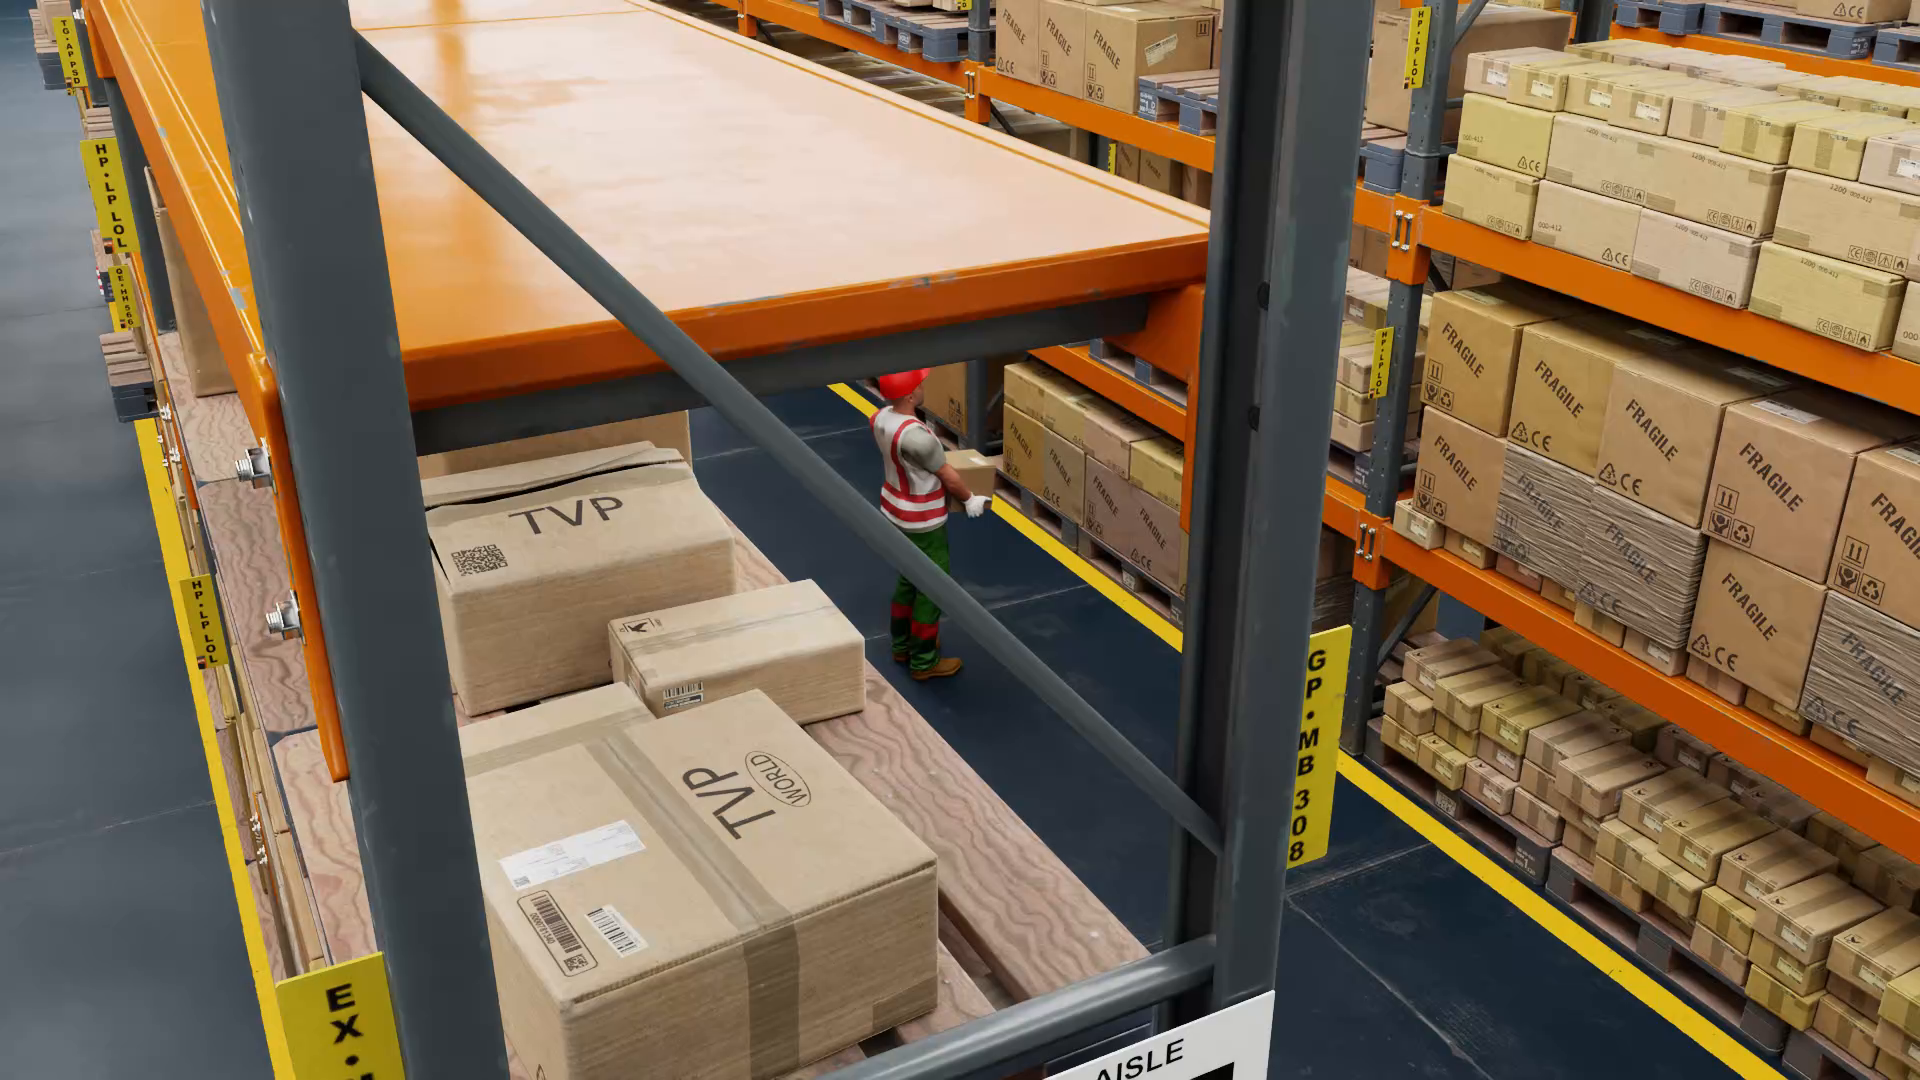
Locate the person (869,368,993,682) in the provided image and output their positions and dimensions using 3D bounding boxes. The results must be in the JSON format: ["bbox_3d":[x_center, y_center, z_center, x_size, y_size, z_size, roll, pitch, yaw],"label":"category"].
[{"bbox_3d":[-0.149,-0.134,8.873,0.574,1.782,0.493,-13,28,-25],"label":"person"}]
